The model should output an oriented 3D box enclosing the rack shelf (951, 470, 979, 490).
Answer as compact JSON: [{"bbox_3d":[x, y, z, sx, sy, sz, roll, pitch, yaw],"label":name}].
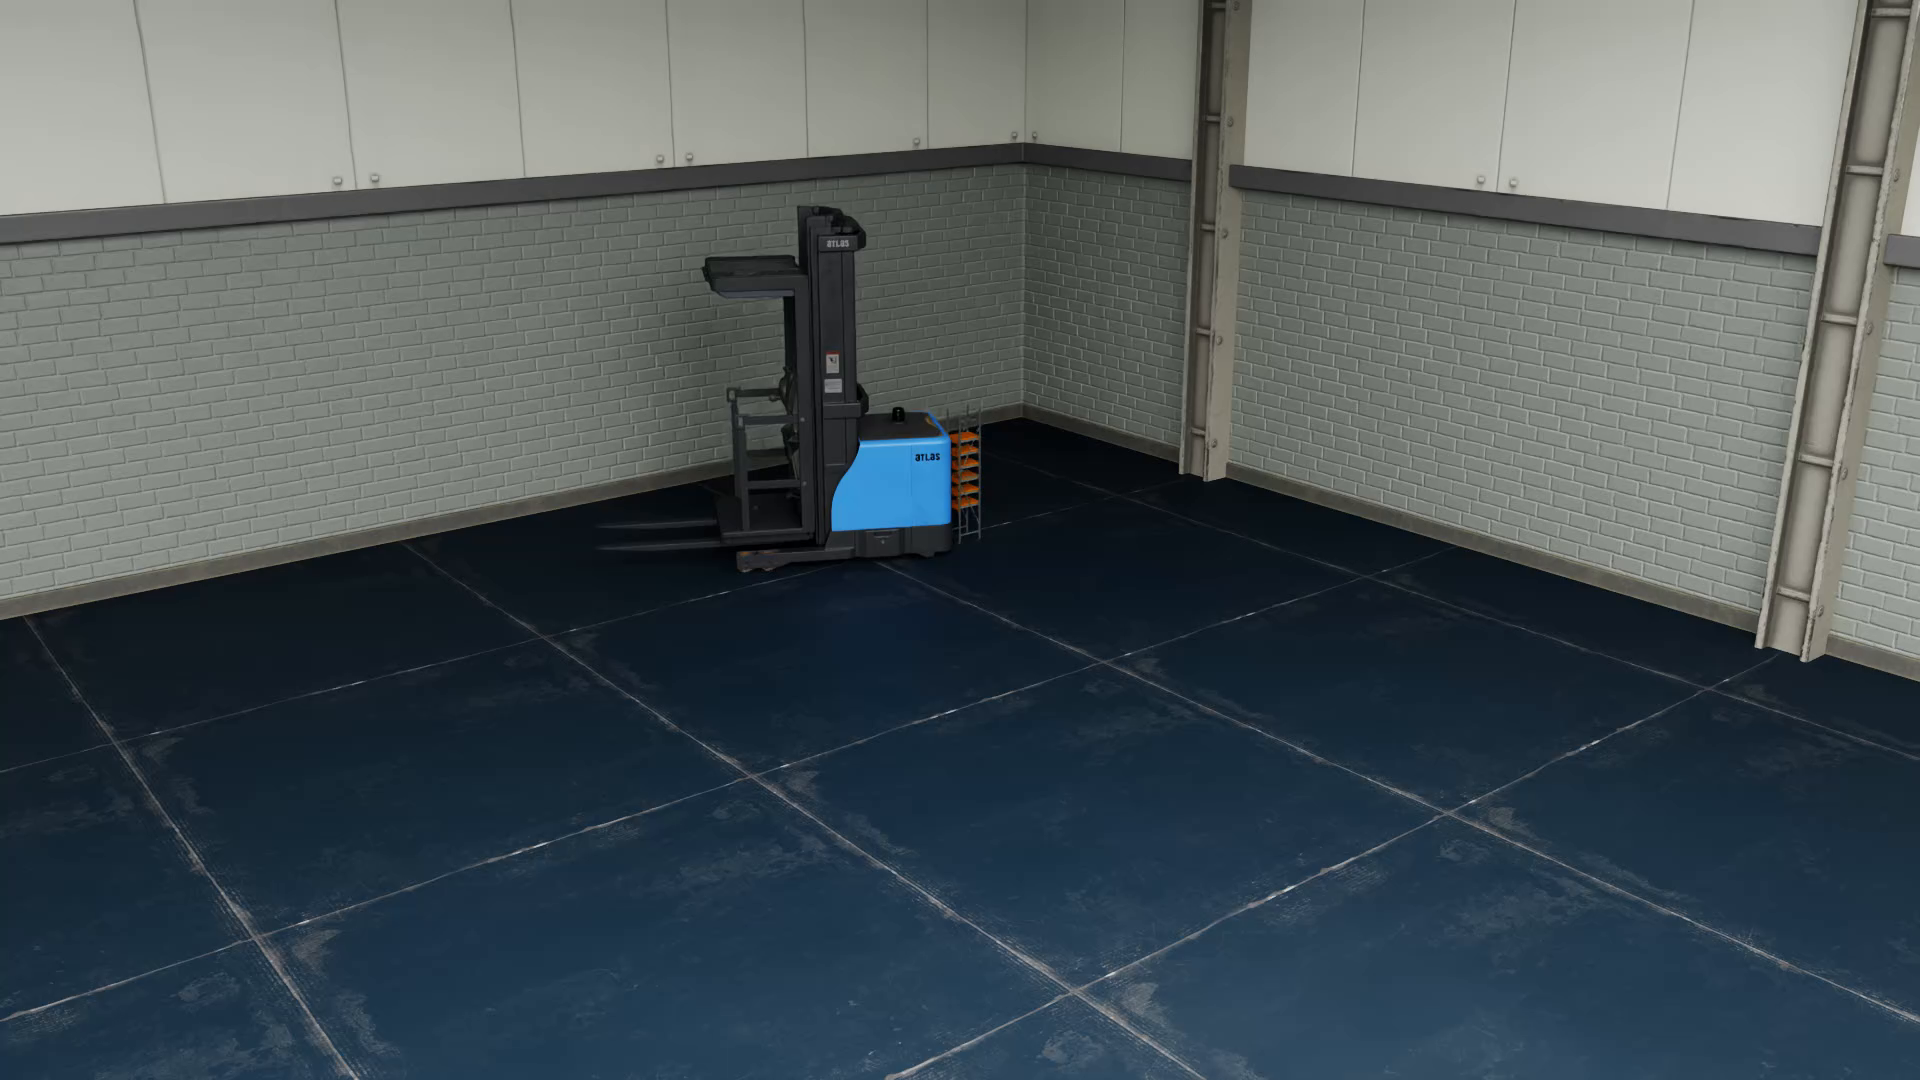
[{"bbox_3d":[0.030,-0.533,14.704,0.258,0.103,0.180,-13,23,-35],"label":"rack shelf"}]

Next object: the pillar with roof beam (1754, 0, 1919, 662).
[{"bbox_3d":[2.814,-2.614,8.443,9.100,9.000,0.400,-14,23,-36],"label":"pillar with roof beam"}]

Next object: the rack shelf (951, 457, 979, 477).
[{"bbox_3d":[0.030,-0.647,14.666,0.258,0.103,0.180,-13,23,-35],"label":"rack shelf"}]

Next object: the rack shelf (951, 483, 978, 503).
[{"bbox_3d":[0.030,-0.419,14.742,0.258,0.103,0.180,-13,23,-35],"label":"rack shelf"}]

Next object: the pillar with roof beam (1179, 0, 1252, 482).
[{"bbox_3d":[-0.912,-4.093,12.907,9.100,9.000,0.400,-14,23,-36],"label":"pillar with roof beam"}]

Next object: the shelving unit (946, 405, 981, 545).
[{"bbox_3d":[0.030,-0.575,14.690,0.258,1.200,0.189,-13,23,-35],"label":"shelving unit"}]

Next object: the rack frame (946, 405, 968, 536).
[{"bbox_3d":[-0.025,-0.598,14.759,0.240,1.200,0.006,-13,23,-35],"label":"rack frame"}]

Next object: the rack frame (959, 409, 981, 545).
[{"bbox_3d":[0.086,-0.552,14.621,0.240,1.200,0.006,-13,23,-35],"label":"rack frame"}]

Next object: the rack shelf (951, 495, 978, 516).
[{"bbox_3d":[0.030,-0.305,14.779,0.258,0.103,0.180,-13,23,-35],"label":"rack shelf"}]

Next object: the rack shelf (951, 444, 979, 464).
[{"bbox_3d":[0.030,-0.761,14.628,0.258,0.103,0.180,-13,23,-35],"label":"rack shelf"}]

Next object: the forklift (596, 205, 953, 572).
[{"bbox_3d":[-1.630,-1.301,14.128,3.031,2.935,1.130,-4,19,-11],"label":"forklift"}]

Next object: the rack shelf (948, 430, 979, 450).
[{"bbox_3d":[0.030,-0.874,14.591,0.258,0.103,0.180,-13,23,-35],"label":"rack shelf"}]
